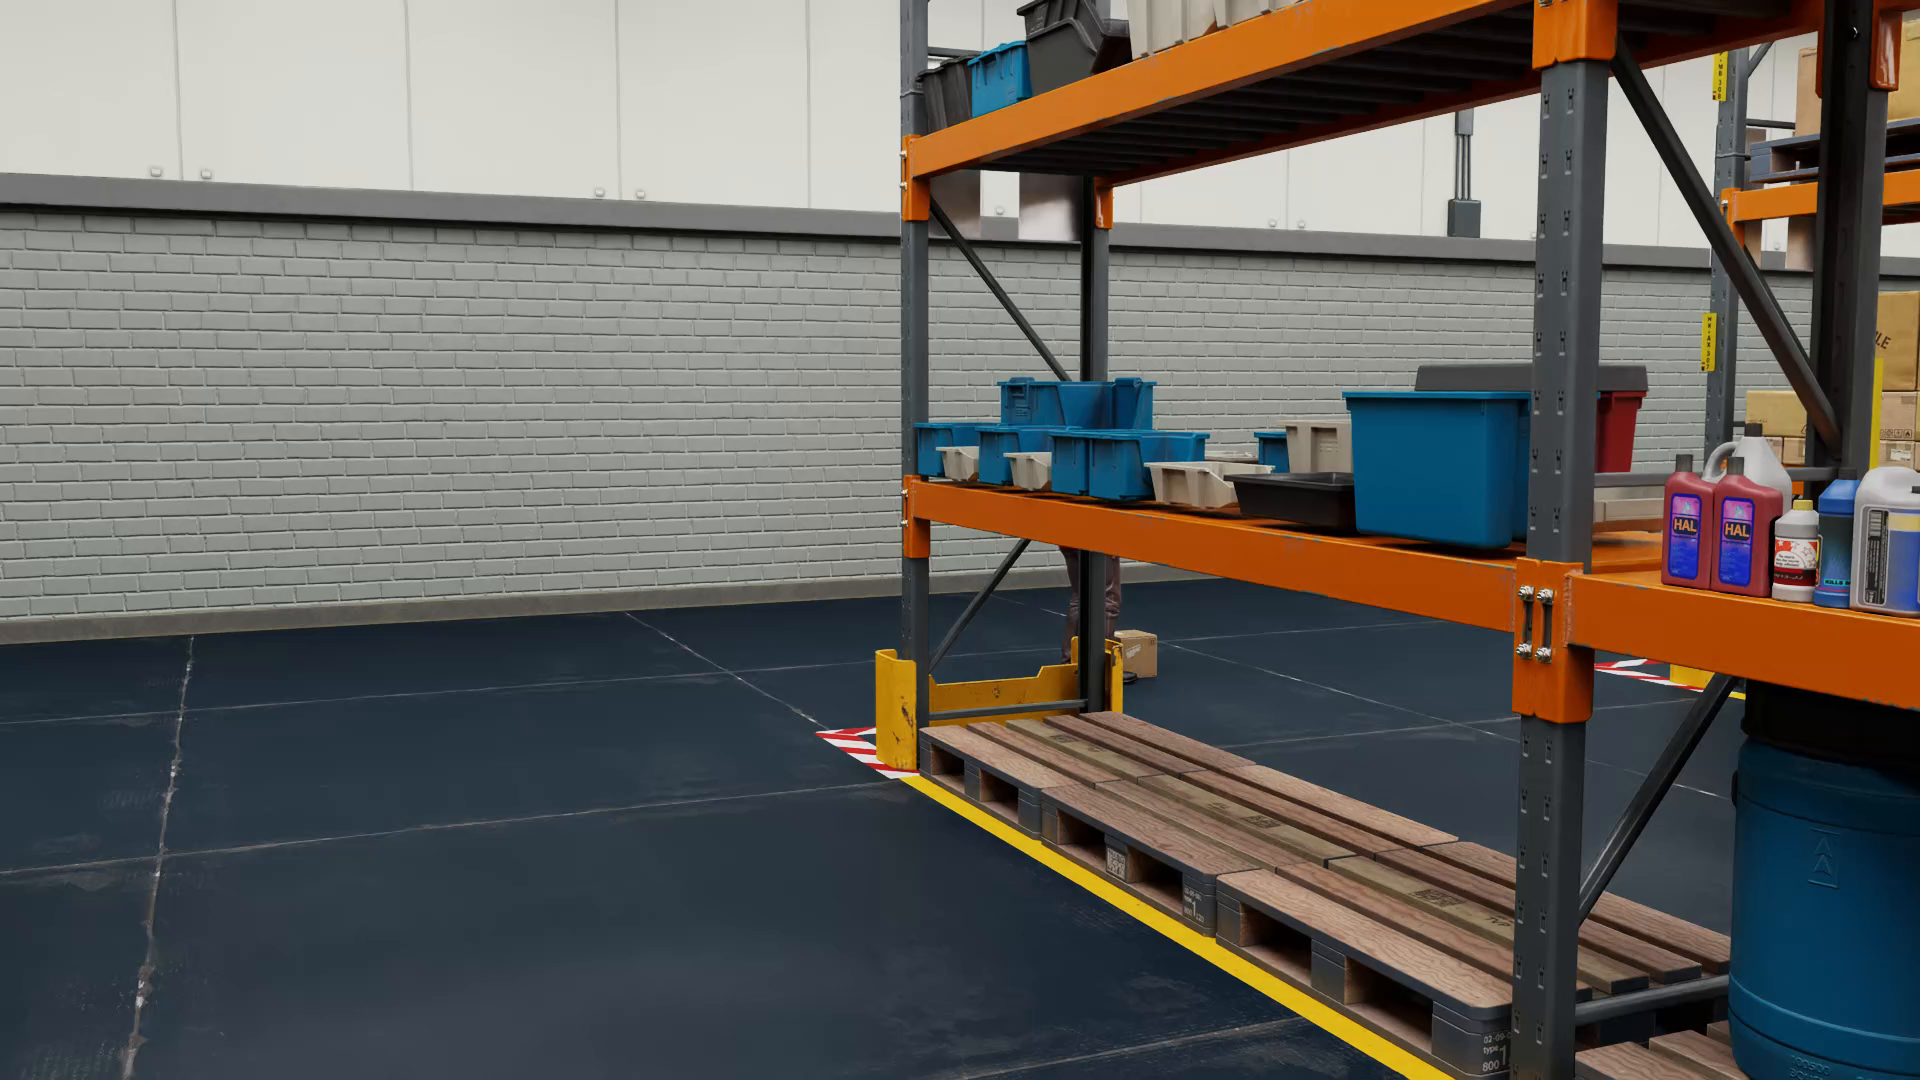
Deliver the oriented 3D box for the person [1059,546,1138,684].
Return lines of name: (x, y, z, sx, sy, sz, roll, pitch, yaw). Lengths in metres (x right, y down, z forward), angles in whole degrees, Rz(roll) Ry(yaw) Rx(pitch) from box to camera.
person: (0.756, -0.036, 9.761, 0.417, 1.721, 0.580, -2, 6, -23)
